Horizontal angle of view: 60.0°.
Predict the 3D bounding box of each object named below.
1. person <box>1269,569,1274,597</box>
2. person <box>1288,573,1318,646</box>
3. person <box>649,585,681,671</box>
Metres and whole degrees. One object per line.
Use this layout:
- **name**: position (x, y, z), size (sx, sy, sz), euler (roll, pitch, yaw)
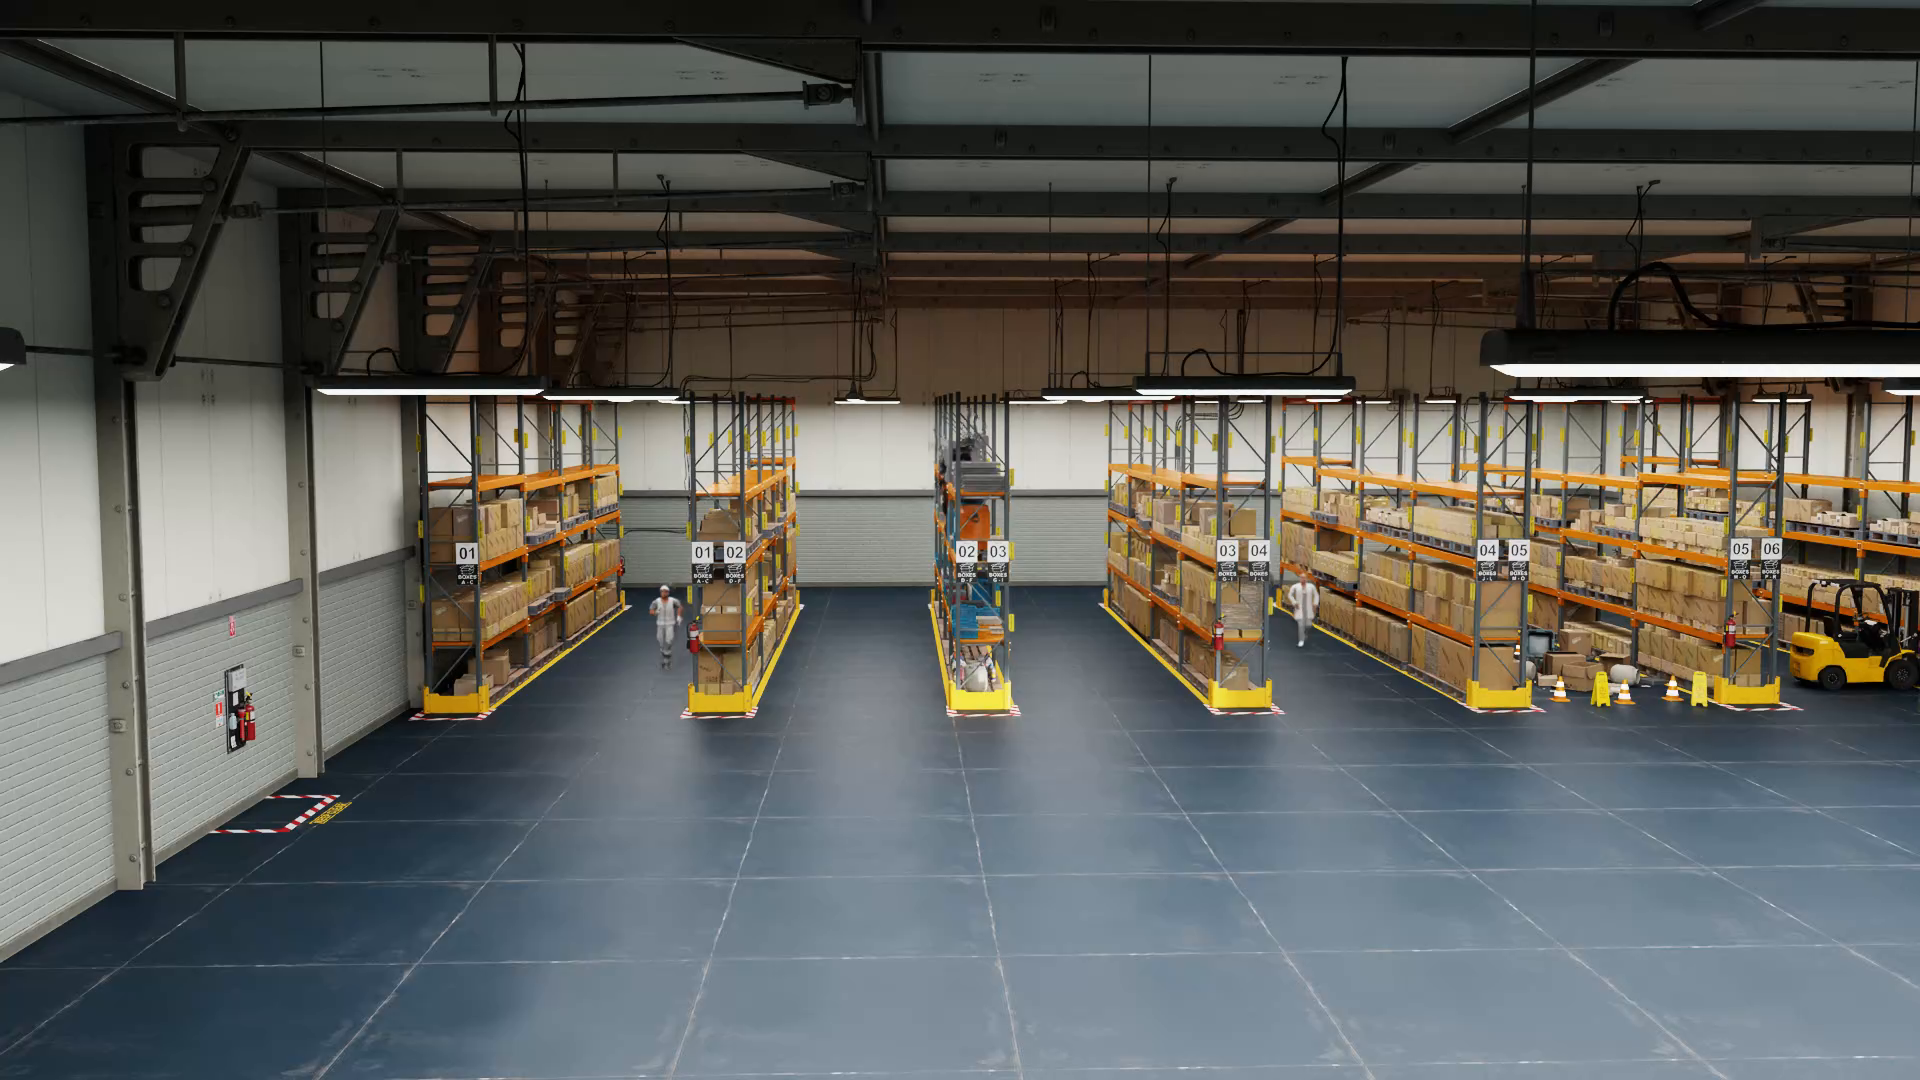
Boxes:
- **person**: position (8.088, 1.322, 44.539), size (0.700, 1.681, 0.581), euler (0, 5, -1)
- **person**: position (8.243, 1.665, 39.924), size (0.746, 1.737, 0.658), euler (0, 5, 1)
- **person**: position (-6.455, 1.895, 36.359), size (0.660, 1.823, 0.872), euler (0, 5, -2)
